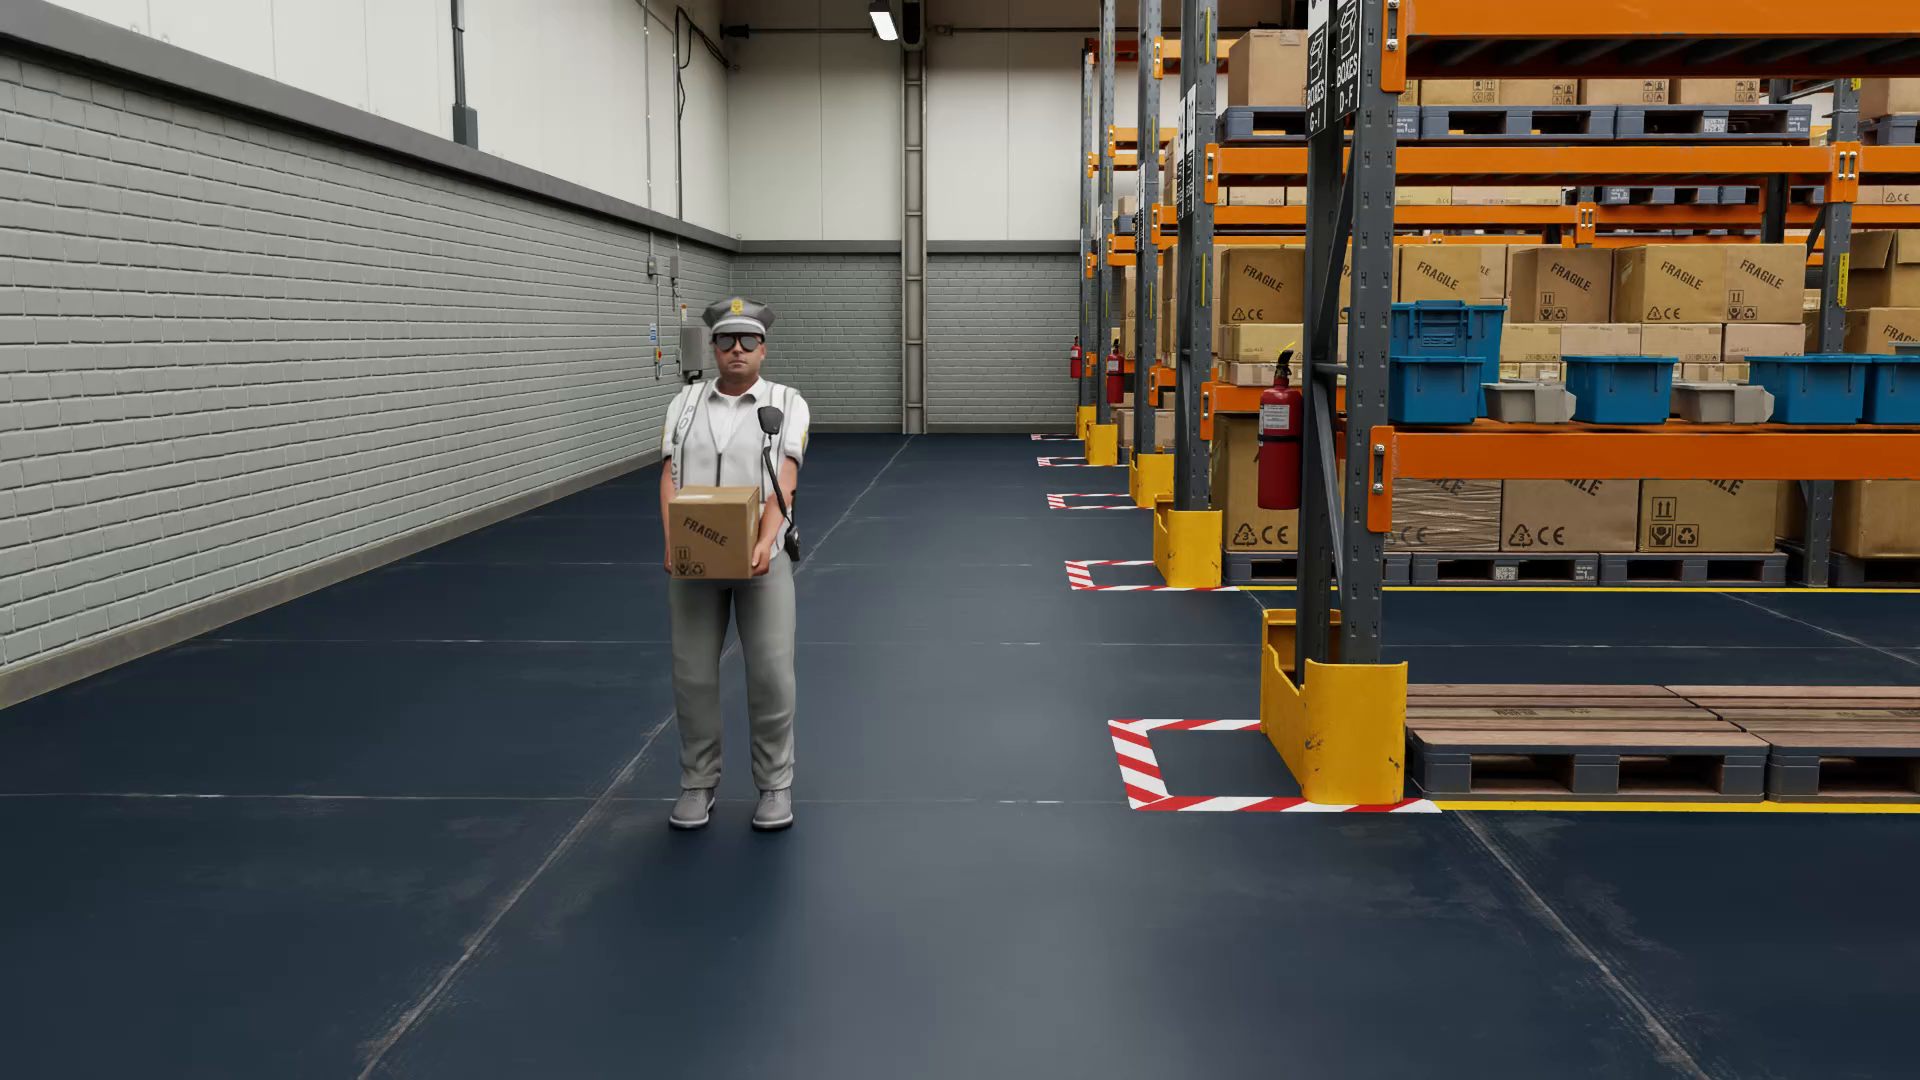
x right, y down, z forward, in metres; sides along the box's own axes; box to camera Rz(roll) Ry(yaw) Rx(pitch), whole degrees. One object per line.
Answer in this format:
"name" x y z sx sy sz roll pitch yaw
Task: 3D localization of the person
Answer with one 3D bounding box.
"person" -0.758 0.079 5.542 0.494 1.766 0.564 0 7 2
